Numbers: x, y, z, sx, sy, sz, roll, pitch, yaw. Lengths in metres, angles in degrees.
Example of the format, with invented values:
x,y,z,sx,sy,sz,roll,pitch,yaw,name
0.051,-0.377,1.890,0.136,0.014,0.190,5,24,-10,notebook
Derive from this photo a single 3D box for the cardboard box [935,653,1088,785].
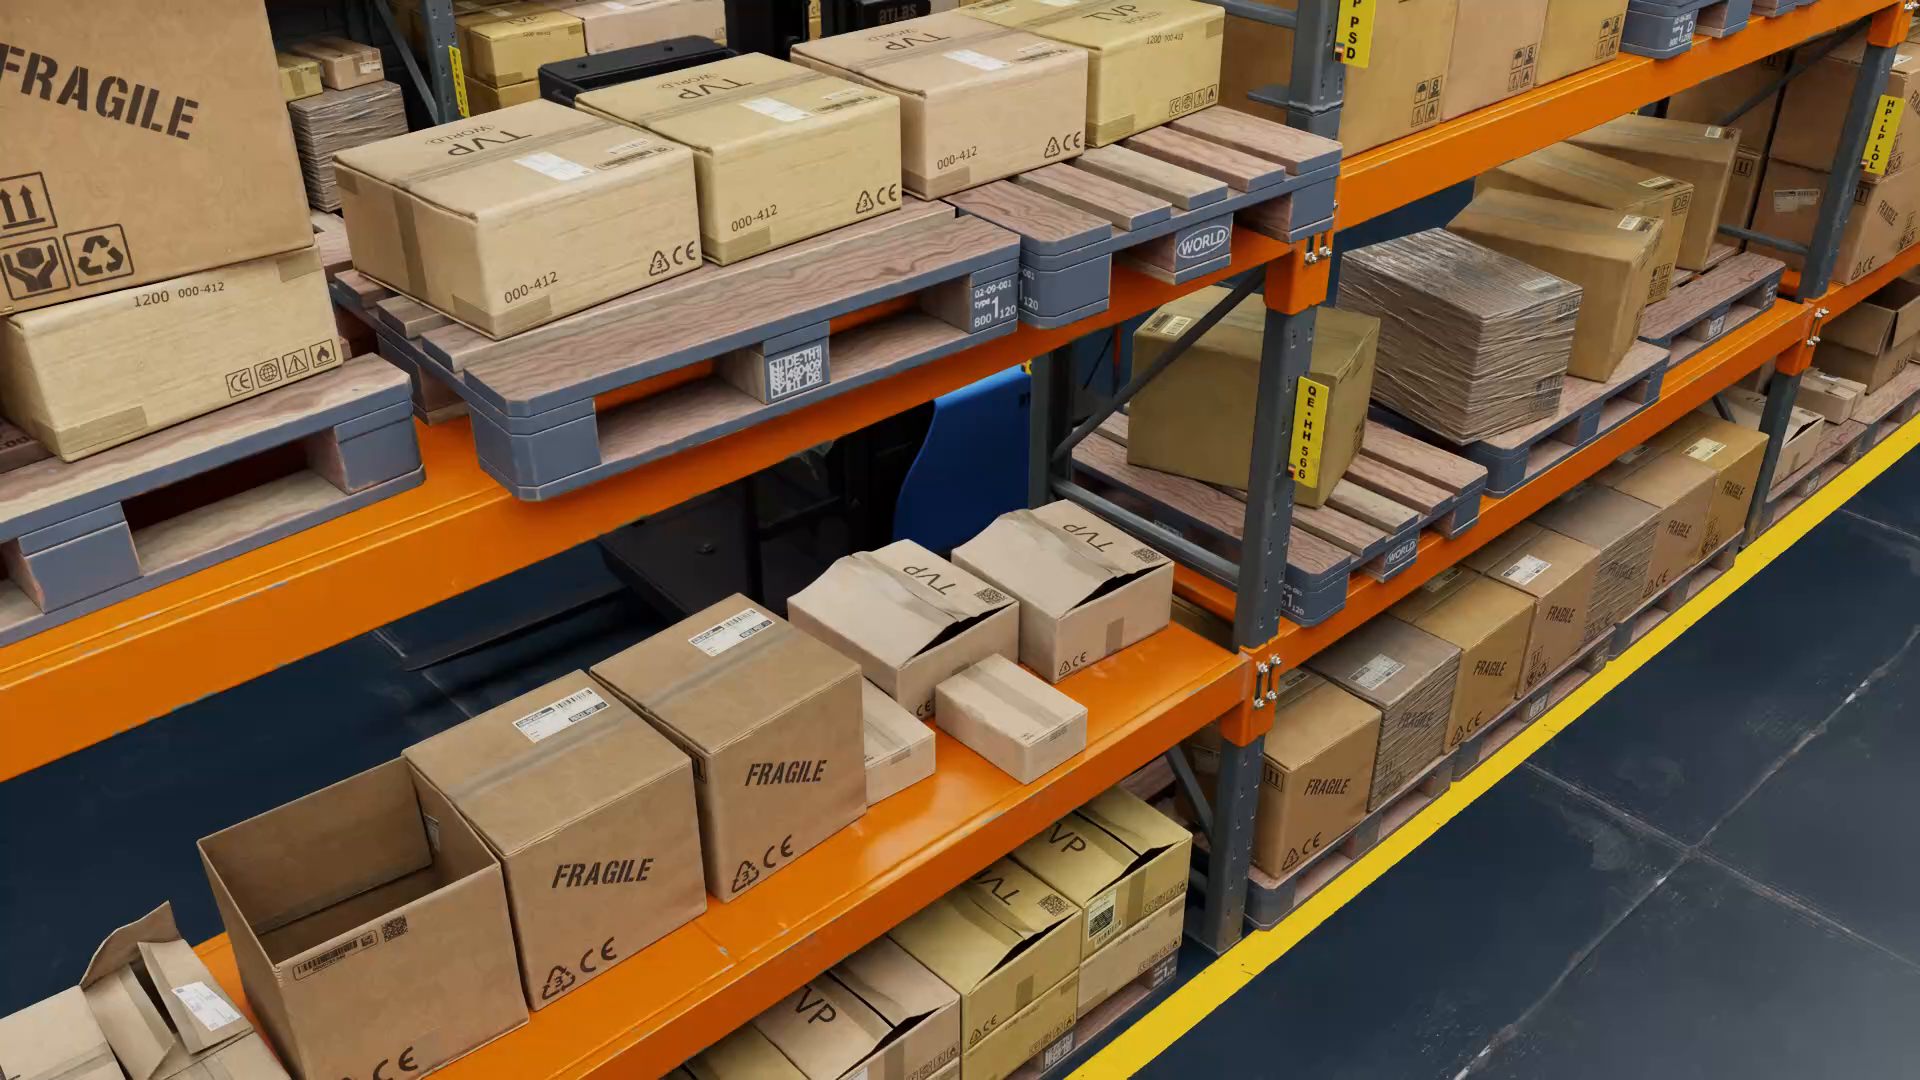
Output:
x,y,z,sx,sy,sz,roll,pitch,yaw,name
0.145,0.509,4.783,0.250,0.149,0.380,-26,40,-35,cardboard box

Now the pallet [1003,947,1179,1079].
x,y,z,sx,sy,sz,roll,pitch,yaw,name
-0.014,1.444,5.687,1.213,0.211,1.003,-26,40,-35,pallet

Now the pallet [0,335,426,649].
x,y,z,sx,sy,sz,roll,pitch,yaw,name
-1.679,-0.120,2.879,0.805,0.209,1.217,27,41,37,pallet

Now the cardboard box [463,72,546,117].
x,y,z,sx,sy,sz,roll,pitch,yaw,name
-2.224,-2.169,8.522,0.500,0.500,0.500,-24,39,-34,cardboard box

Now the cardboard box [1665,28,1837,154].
x,y,z,sx,sy,sz,roll,pitch,yaw,name
3.744,-2.189,7.901,0.500,0.500,0.500,-26,40,-35,cardboard box

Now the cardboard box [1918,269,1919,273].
x,y,z,sx,sy,sz,roll,pitch,yaw,name
5.942,-1.815,10.654,0.250,0.149,0.380,-26,40,-35,cardboard box

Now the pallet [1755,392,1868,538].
x,y,z,sx,sy,sz,roll,pitch,yaw,name
4.054,-0.495,8.858,1.213,0.211,1.003,-26,40,-35,pallet

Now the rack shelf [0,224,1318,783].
x,y,z,sx,sy,sz,roll,pitch,yaw,name
-0.850,-0.286,3.657,4.000,0.370,1.077,-26,40,-35,rack shelf

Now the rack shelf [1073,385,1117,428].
x,y,z,sx,sy,sz,roll,pitch,yaw,name
0.467,-0.487,8.402,0.480,0.518,0.431,-23,38,-33,rack shelf

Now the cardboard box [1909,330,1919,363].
x,y,z,sx,sy,sz,roll,pitch,yaw,name
5.534,-1.263,9.653,0.500,0.250,0.500,-26,40,-35,cardboard box

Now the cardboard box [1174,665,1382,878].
x,y,z,sx,sy,sz,roll,pitch,yaw,name
1.145,0.804,6.035,0.500,0.500,0.500,-24,39,-34,cardboard box

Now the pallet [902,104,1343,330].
x,y,z,sx,sy,sz,roll,pitch,yaw,name
0.180,-0.947,4.229,1.003,0.211,1.213,-24,39,-33,pallet

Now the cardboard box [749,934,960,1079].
x,y,z,sx,sy,sz,roll,pitch,yaw,name
-0.349,1.377,4.819,0.500,0.311,0.500,-26,40,-36,cardboard box

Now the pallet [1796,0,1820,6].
x,y,z,sx,sy,sz,roll,pitch,yaw,name
3.024,-2.437,6.665,1.003,0.211,1.213,-26,40,-35,pallet

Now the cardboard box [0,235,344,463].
x,y,z,sx,sy,sz,roll,pitch,yaw,name
-1.458,-0.410,2.911,0.500,0.250,0.500,25,39,34,cardboard box

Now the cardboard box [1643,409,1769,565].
x,y,z,sx,sy,sz,roll,pitch,yaw,name
3.383,-0.278,7.804,0.500,0.500,0.500,-26,40,-36,cardboard box

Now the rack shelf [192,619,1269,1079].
x,y,z,sx,sy,sz,roll,pitch,yaw,name
-0.850,0.993,4.440,4.000,0.370,1.077,-26,40,-35,rack shelf

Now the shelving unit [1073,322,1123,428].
x,y,z,sx,sy,sz,roll,pitch,yaw,name
0.467,-1.096,8.030,0.503,2.100,0.431,-23,38,-33,shelving unit

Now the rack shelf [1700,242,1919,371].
x,y,z,sx,sy,sz,roll,pitch,yaw,name
5.016,-1.844,9.080,4.000,0.370,1.077,-26,40,-35,rack shelf

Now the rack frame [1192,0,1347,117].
x,y,z,sx,sy,sz,roll,pitch,yaw,name
0.616,-2.582,3.847,0.127,3.000,1.000,-26,40,-35,rack frame

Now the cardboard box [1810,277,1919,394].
x,y,z,sx,sy,sz,roll,pitch,yaw,name
4.924,-1.233,9.362,0.637,0.503,0.797,-26,40,-35,cardboard box

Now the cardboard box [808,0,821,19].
x,y,z,sx,sy,sz,roll,pitch,yaw,name
-1.119,-3.030,9.211,0.500,0.250,0.500,-27,40,-36,cardboard box

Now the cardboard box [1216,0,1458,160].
x,y,z,sx,sy,sz,roll,pitch,yaw,name
0.913,-1.513,4.878,0.500,0.500,0.910,-26,40,-35,cardboard box

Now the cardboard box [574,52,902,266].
x,y,z,sx,sy,sz,roll,pitch,yaw,name
-0.477,-0.844,3.621,0.500,0.250,0.500,-27,40,-36,cardboard box

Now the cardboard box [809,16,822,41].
x,y,z,sx,sy,sz,roll,pitch,yaw,name
-1.093,-2.715,9.414,0.500,0.500,0.500,-25,39,-34,cardboard box

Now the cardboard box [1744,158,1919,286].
x,y,z,sx,sy,sz,roll,pitch,yaw,name
4.109,-1.561,7.832,0.500,0.500,0.500,-25,39,-34,cardboard box

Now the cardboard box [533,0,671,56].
x,y,z,sx,sy,sz,roll,pitch,yaw,name
-1.853,-2.668,8.619,0.500,0.250,0.500,-26,40,-36,cardboard box

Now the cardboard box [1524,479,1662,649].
x,y,z,sx,sy,sz,roll,pitch,yaw,name
2.646,0.071,7.232,0.500,0.500,0.500,-25,39,-35,cardboard box

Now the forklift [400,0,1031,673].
x,y,z,sx,sy,sz,roll,pitch,yaw,name
-0.968,-0.904,6.918,3.031,2.935,1.130,-23,38,-33,forklift

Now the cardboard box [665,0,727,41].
x,y,z,sx,sy,sz,roll,pitch,yaw,name
-1.489,-2.847,8.911,0.500,0.250,0.500,-26,40,-35,cardboard box

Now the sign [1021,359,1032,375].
x,y,z,sx,sy,sz,roll,pitch,yaw,name
0.241,-0.687,5.465,0.005,0.325,0.100,-26,40,-35,sign

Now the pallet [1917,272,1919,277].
x,y,z,sx,sy,sz,roll,pitch,yaw,name
5.843,-1.361,10.273,1.213,0.211,1.003,-26,40,-35,pallet

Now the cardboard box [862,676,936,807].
x,y,z,sx,sy,sz,roll,pitch,yaw,name
-0.280,0.558,4.703,0.250,0.149,0.380,-23,38,-32,cardboard box

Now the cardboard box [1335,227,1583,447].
x,y,z,sx,sy,sz,roll,pitch,yaw,name
1.802,-0.763,6.123,0.500,0.500,0.700,-18,36,-27,cardboard box

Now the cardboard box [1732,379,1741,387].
x,y,z,sx,sy,sz,roll,pitch,yaw,name
3.774,-0.874,8.778,0.500,0.500,0.500,-26,40,-35,cardboard box

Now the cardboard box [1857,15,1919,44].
x,y,z,sx,sy,sz,roll,pitch,yaw,name
4.464,-2.154,7.842,0.500,0.500,0.500,-27,41,-37,cardboard box

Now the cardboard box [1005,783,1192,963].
x,y,z,sx,sy,sz,roll,pitch,yaw,name
0.400,1.012,5.416,0.500,0.311,0.500,-25,39,-34,cardboard box

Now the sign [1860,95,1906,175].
x,y,z,sx,sy,sz,roll,pitch,yaw,name
3.930,-1.725,7.085,0.005,0.325,0.100,-26,40,-35,sign

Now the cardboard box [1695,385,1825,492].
x,y,z,sx,sy,sz,roll,pitch,yaw,name
4.004,-0.548,8.427,0.500,0.311,0.500,-26,40,-35,cardboard box

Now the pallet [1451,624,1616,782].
x,y,z,sx,sy,sz,roll,pitch,yaw,name
2.084,0.486,7.253,1.213,0.211,1.003,-26,40,-35,pallet

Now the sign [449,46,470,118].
x,y,z,sx,sy,sz,roll,pitch,yaw,name
-2.379,-2.173,7.894,0.005,0.325,0.100,-26,40,-35,sign

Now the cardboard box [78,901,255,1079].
x,y,z,sx,sy,sz,roll,pitch,yaw,name
-1.797,1.071,3.752,0.258,0.266,0.396,-27,40,-37,cardboard box

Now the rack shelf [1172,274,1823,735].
x,y,z,sx,sy,sz,roll,pitch,yaw,name
2.083,-0.425,6.760,4.000,0.370,1.077,-26,40,-35,rack shelf

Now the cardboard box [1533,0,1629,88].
x,y,z,sx,sy,sz,roll,pitch,yaw,name
1.669,-1.878,5.475,0.500,0.500,0.910,-26,40,-35,cardboard box

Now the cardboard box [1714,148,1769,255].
x,y,z,sx,sy,sz,roll,pitch,yaw,name
3.742,-1.760,8.157,0.500,0.500,0.500,-25,39,-35,cardboard box

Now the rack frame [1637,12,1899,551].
x,y,z,sx,sy,sz,roll,pitch,yaw,name
3.550,-1.442,7.732,0.127,3.000,1.000,-26,40,-35,rack frame

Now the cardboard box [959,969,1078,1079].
x,y,z,sx,sy,sz,roll,pitch,yaw,name
0.021,1.435,5.261,0.500,0.250,0.500,-26,40,-36,cardboard box

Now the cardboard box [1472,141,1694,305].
x,y,z,sx,sy,sz,roll,pitch,yaw,name
2.589,-1.313,7.023,0.500,0.500,0.700,-19,36,-28,cardboard box

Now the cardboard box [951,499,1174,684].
x,y,z,sx,sy,sz,roll,pitch,yaw,name
0.320,0.127,5.252,0.500,0.311,0.500,-23,38,-33,cardboard box

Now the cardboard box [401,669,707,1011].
x,y,z,sx,sy,sz,roll,pitch,yaw,name
-0.989,0.723,4.097,0.500,0.500,0.500,-26,40,-35,cardboard box

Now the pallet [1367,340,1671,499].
x,y,z,sx,sy,sz,roll,pitch,yaw,name
2.039,-0.633,6.593,1.213,0.211,1.003,-26,40,-35,pallet

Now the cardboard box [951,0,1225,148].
x,y,z,sx,sy,sz,roll,pitch,yaw,name
0.322,-1.235,4.261,0.500,0.250,0.500,26,40,35,cardboard box

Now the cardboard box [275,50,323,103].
x,y,z,sx,sy,sz,roll,pitch,yaw,name
-3.213,-2.170,7.784,0.380,0.149,0.250,22,38,31,cardboard box

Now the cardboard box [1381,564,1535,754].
x,y,z,sx,sy,sz,roll,pitch,yaw,name
1.896,0.440,6.630,0.500,0.500,0.500,-26,40,-36,cardboard box

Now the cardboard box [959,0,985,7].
x,y,z,sx,sy,sz,roll,pitch,yaw,name
0.012,-3.253,10.295,0.500,0.500,0.500,-27,40,-36,cardboard box

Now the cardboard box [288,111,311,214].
x,y,z,sx,sy,sz,roll,pitch,yaw,name
-3.484,-1.768,7.748,0.700,0.500,0.500,25,39,35,cardboard box
